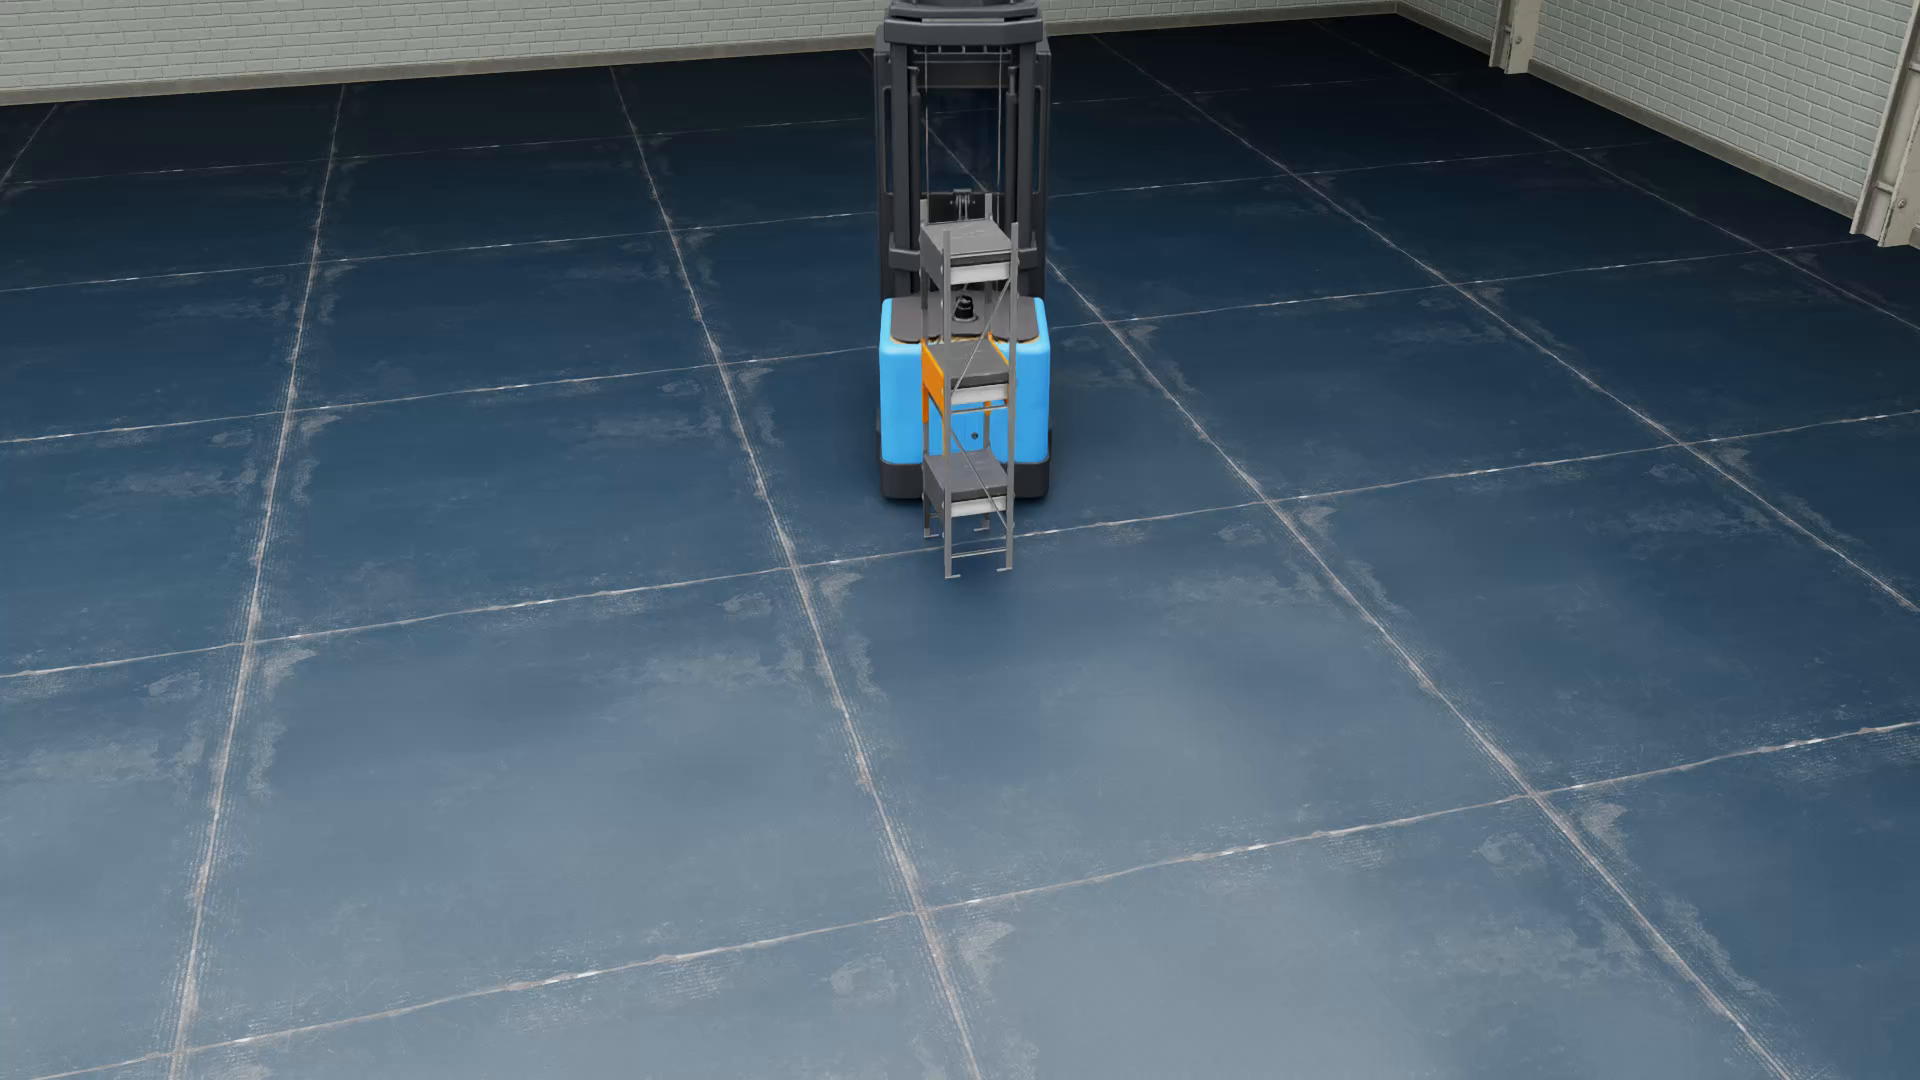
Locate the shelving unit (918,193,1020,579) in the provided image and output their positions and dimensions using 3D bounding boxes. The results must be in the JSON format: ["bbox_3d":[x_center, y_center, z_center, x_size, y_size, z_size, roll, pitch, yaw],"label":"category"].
[{"bbox_3d":[0.044,-0.829,9.317,0.431,2.100,0.503,-8,31,-13],"label":"shelving unit"}]

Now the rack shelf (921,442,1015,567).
[{"bbox_3d":[0.044,-0.211,9.674,0.431,0.518,0.480,-8,31,-13],"label":"rack shelf"}]

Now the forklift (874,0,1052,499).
[{"bbox_3d":[0.010,-2.223,10.896,1.130,2.935,3.031,0,30,-1],"label":"forklift"}]

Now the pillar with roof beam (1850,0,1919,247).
[{"bbox_3d":[3.896,-5.965,11.303,9.100,9.000,0.400,-8,31,-13],"label":"pillar with roof beam"}]

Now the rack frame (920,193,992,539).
[{"bbox_3d":[-0.021,-0.947,9.521,0.400,2.100,0.015,-8,31,-13],"label":"rack frame"}]

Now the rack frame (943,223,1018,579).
[{"bbox_3d":[0.109,-0.711,9.113,0.400,2.100,0.015,-8,31,-13],"label":"rack frame"}]

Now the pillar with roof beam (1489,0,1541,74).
[{"bbox_3d":[2.303,-8.862,16.310,9.100,9.000,0.400,-8,31,-13],"label":"pillar with roof beam"}]

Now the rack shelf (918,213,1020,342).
[{"bbox_3d":[0.044,-1.423,8.973,0.431,0.518,0.480,-8,31,-13],"label":"rack shelf"}]

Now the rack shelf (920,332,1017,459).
[{"bbox_3d":[0.044,-0.817,9.324,0.431,0.518,0.480,-8,31,-13],"label":"rack shelf"}]
